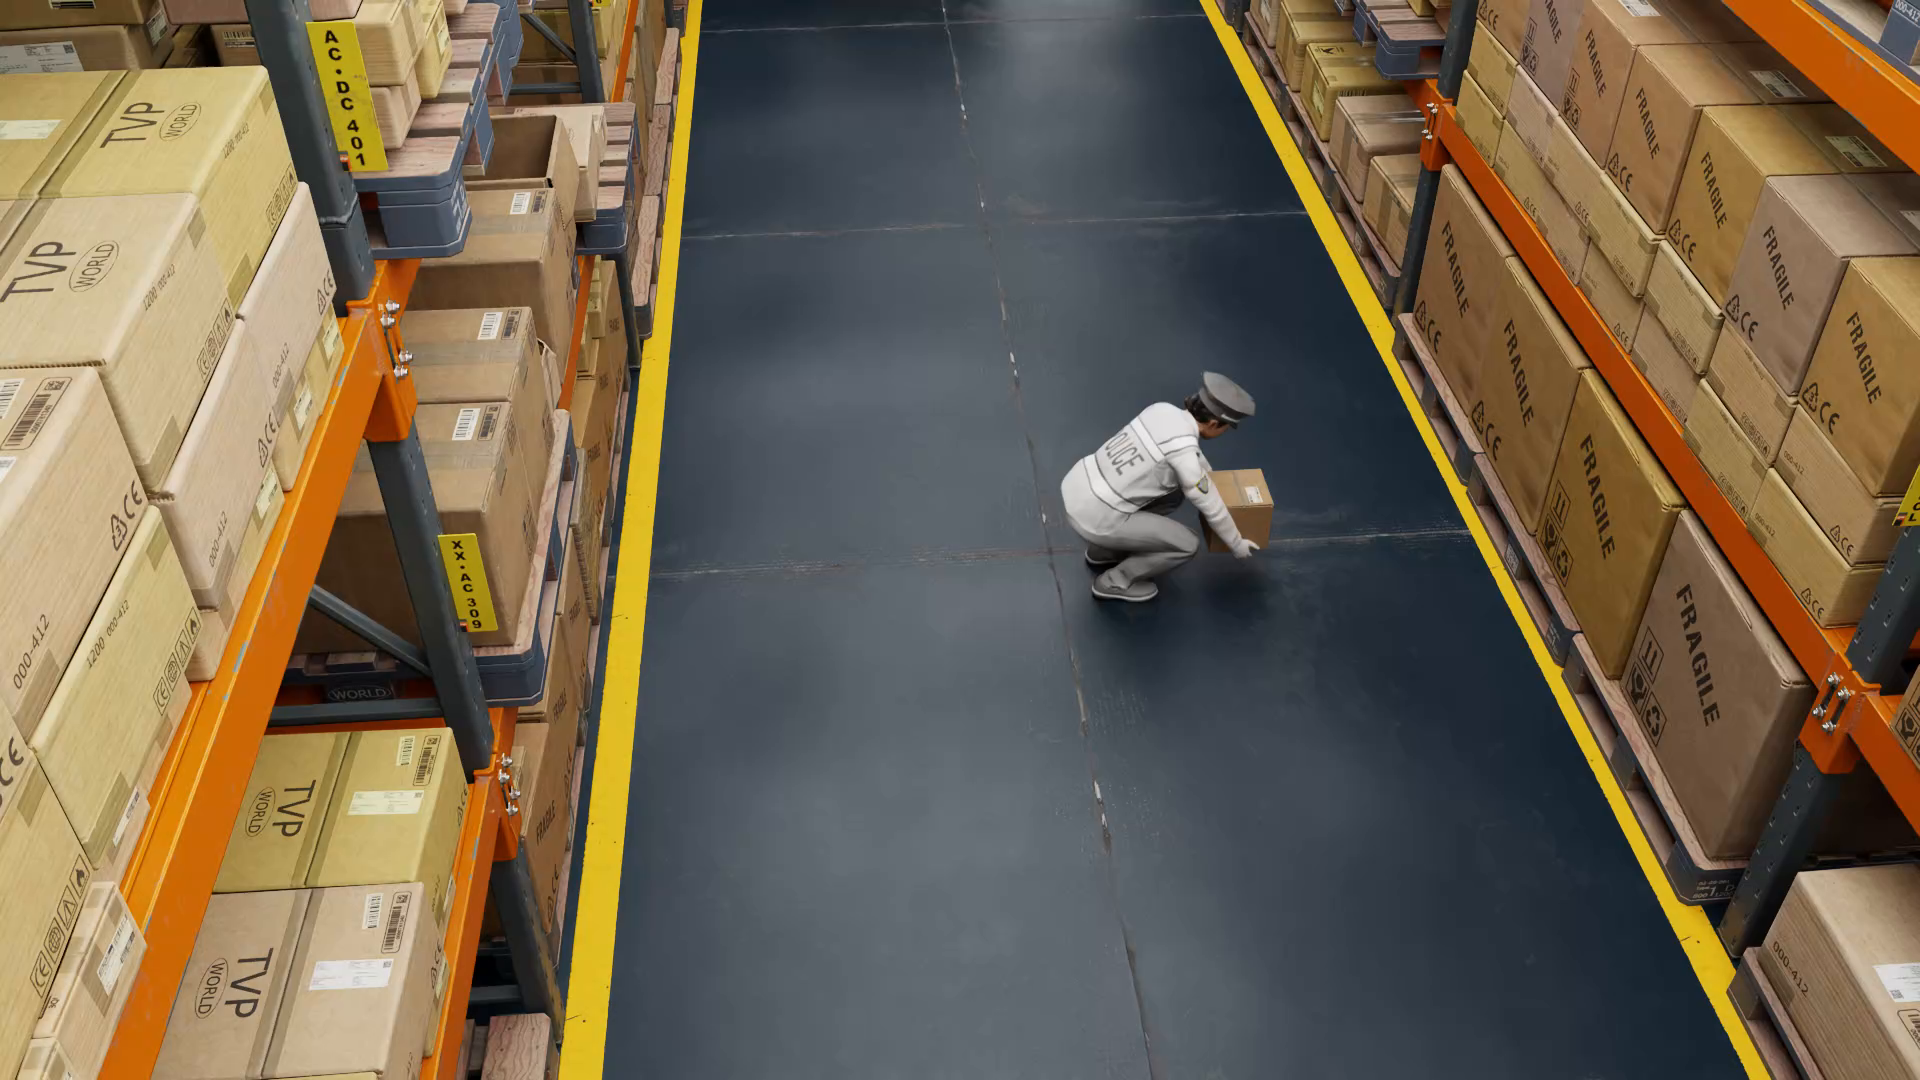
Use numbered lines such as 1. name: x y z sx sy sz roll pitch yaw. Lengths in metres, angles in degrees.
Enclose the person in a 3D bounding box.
1. person: 0.846 -0.227 6.986 0.840 0.978 0.469 -4 39 -4
